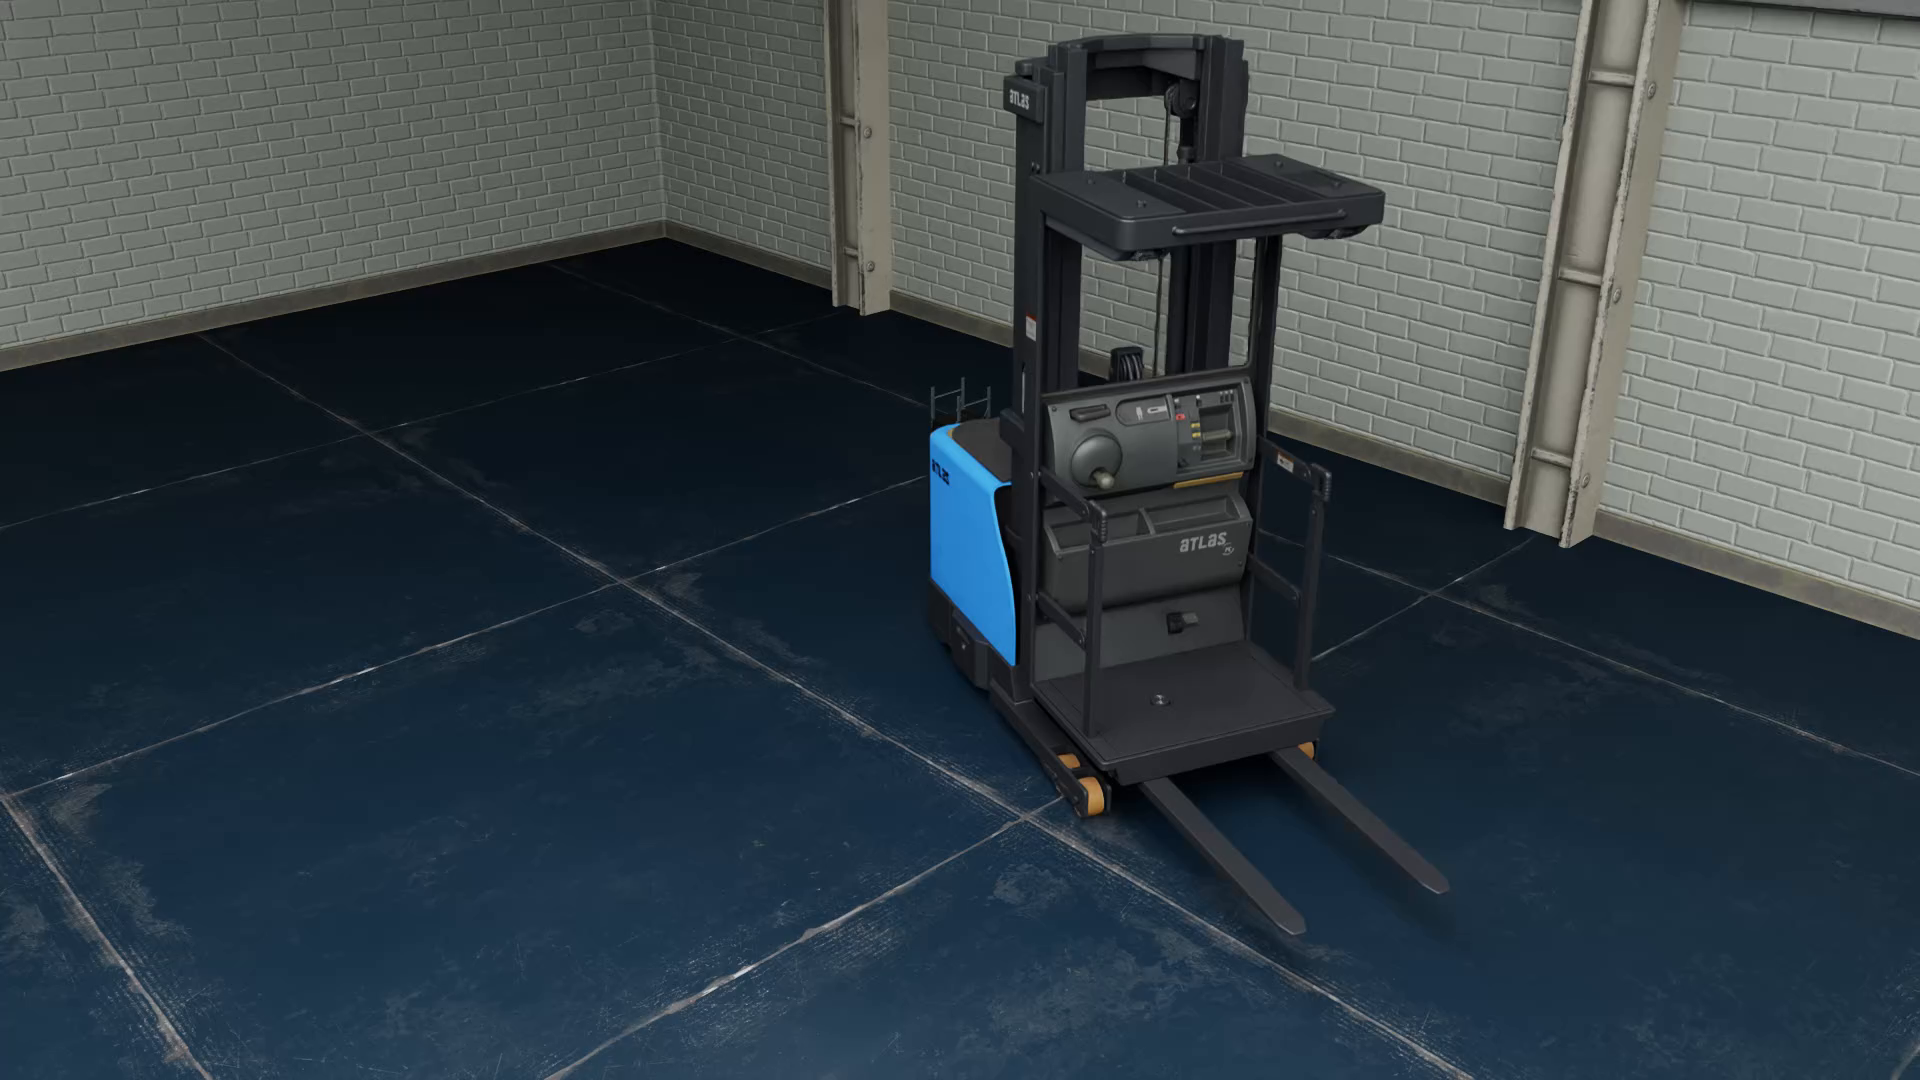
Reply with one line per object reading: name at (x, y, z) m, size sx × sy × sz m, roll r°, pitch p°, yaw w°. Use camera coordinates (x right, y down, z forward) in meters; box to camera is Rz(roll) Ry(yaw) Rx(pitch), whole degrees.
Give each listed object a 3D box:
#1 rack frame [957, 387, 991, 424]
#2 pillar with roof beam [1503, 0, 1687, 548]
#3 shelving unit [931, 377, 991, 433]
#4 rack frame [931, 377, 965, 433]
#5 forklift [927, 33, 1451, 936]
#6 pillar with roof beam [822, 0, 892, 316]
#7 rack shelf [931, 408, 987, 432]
rack frame at (0.075, -0.376, 8.990) m, size 0.240 × 0.900 × 0.006 m, roll -21°, pitch 32°, yaw -38°
pillar with roof beam at (0.175, -2.929, 4.828) m, size 9.100 × 9.000 × 0.400 m, roll -21°, pitch 32°, yaw -38°
shelving unit at (0.006, -0.407, 9.058) m, size 0.258 × 0.900 × 0.210 m, roll -21°, pitch 32°, yaw -38°
rack frame at (-0.064, -0.438, 9.125) m, size 0.240 × 0.900 × 0.006 m, roll -21°, pitch 32°, yaw -38°
forklift at (0.874, -0.403, 6.603) m, size 1.130 × 2.935 × 3.031 m, roll -10°, pitch 26°, yaw -20°
pillar with roof beam at (-3.926, -4.747, 8.813) m, size 9.100 × 9.000 × 0.400 m, roll -21°, pitch 32°, yaw -38°
rack shelf at (0.006, -0.622, 8.960) m, size 0.258 × 0.077 × 0.200 m, roll -21°, pitch 32°, yaw -38°
